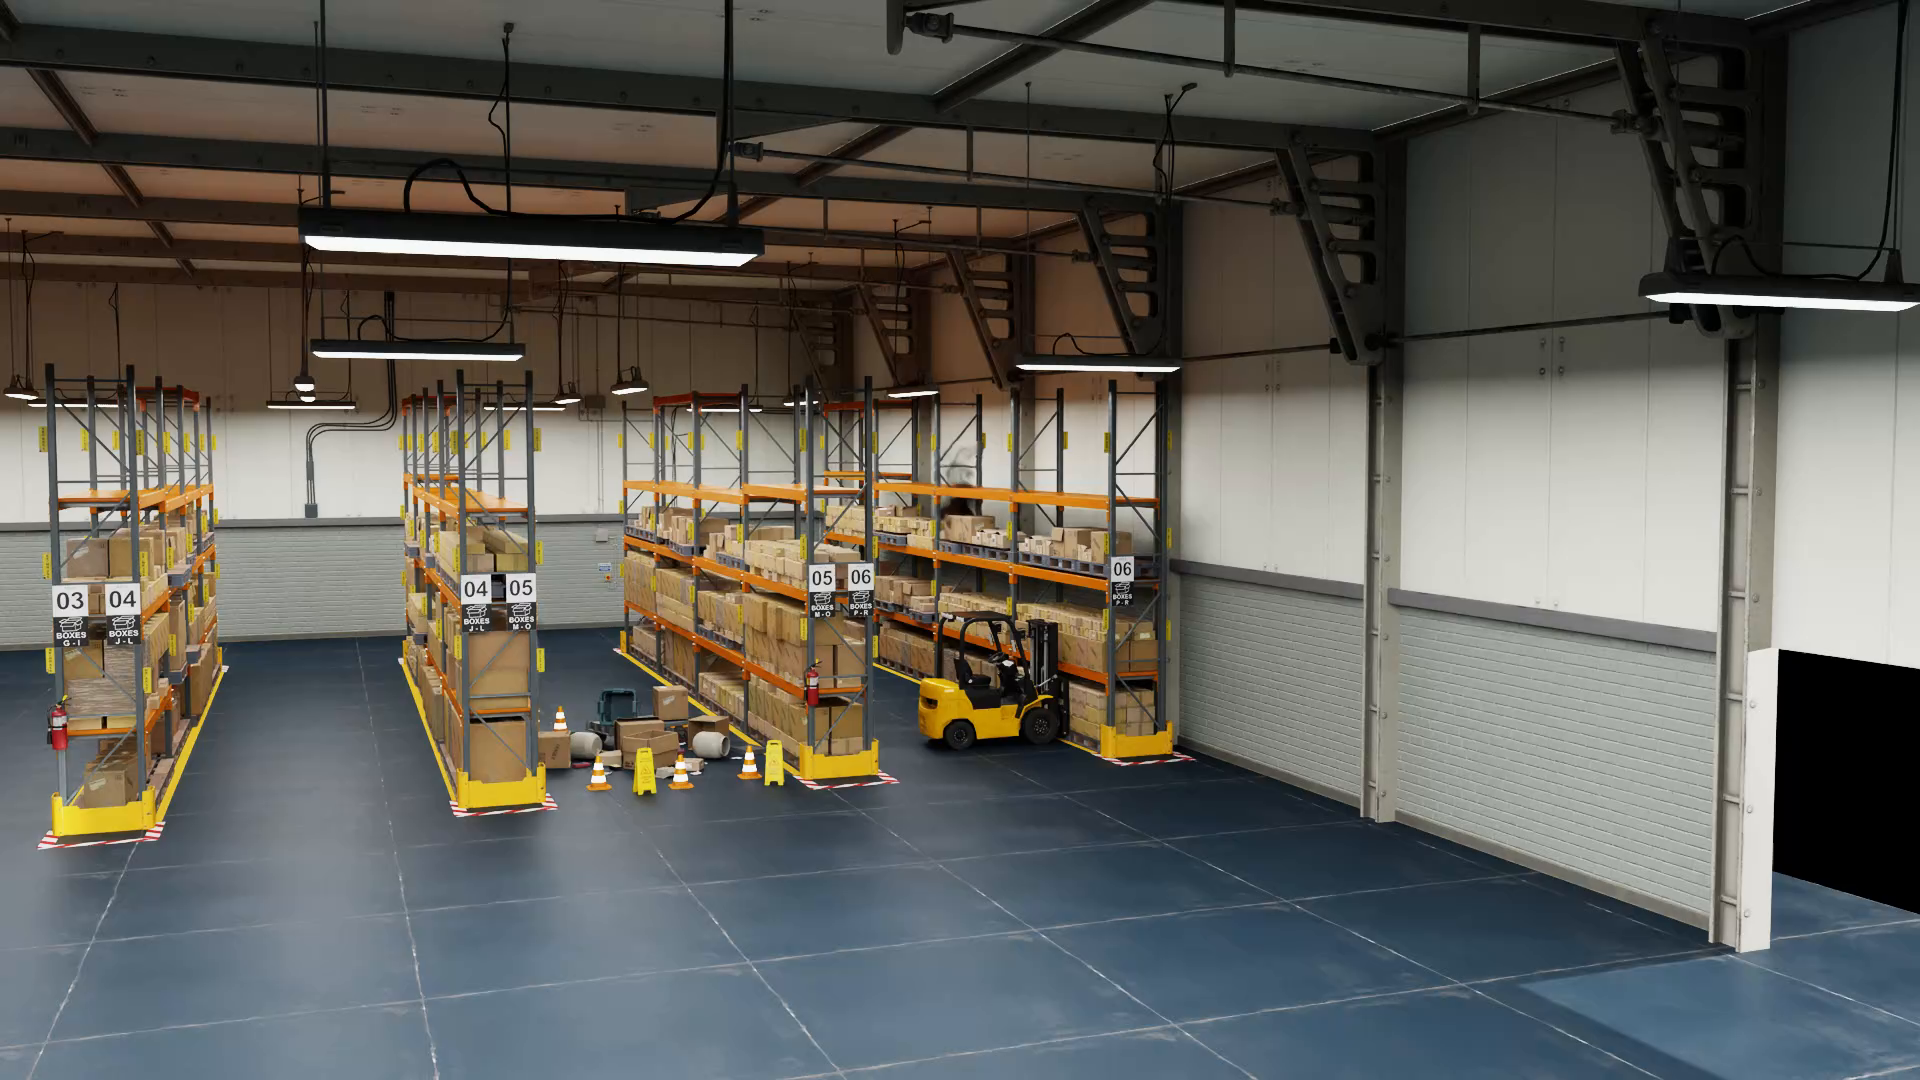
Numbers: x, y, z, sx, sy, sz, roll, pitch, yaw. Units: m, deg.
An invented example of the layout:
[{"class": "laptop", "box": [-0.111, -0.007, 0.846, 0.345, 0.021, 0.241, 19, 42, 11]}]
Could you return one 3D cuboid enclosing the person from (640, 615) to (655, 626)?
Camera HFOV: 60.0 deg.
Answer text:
[{"class": "person", "box": [-7.677, 1.761, 41.167, 0.869, 1.638, 0.654, 0, 3, -2]}]
